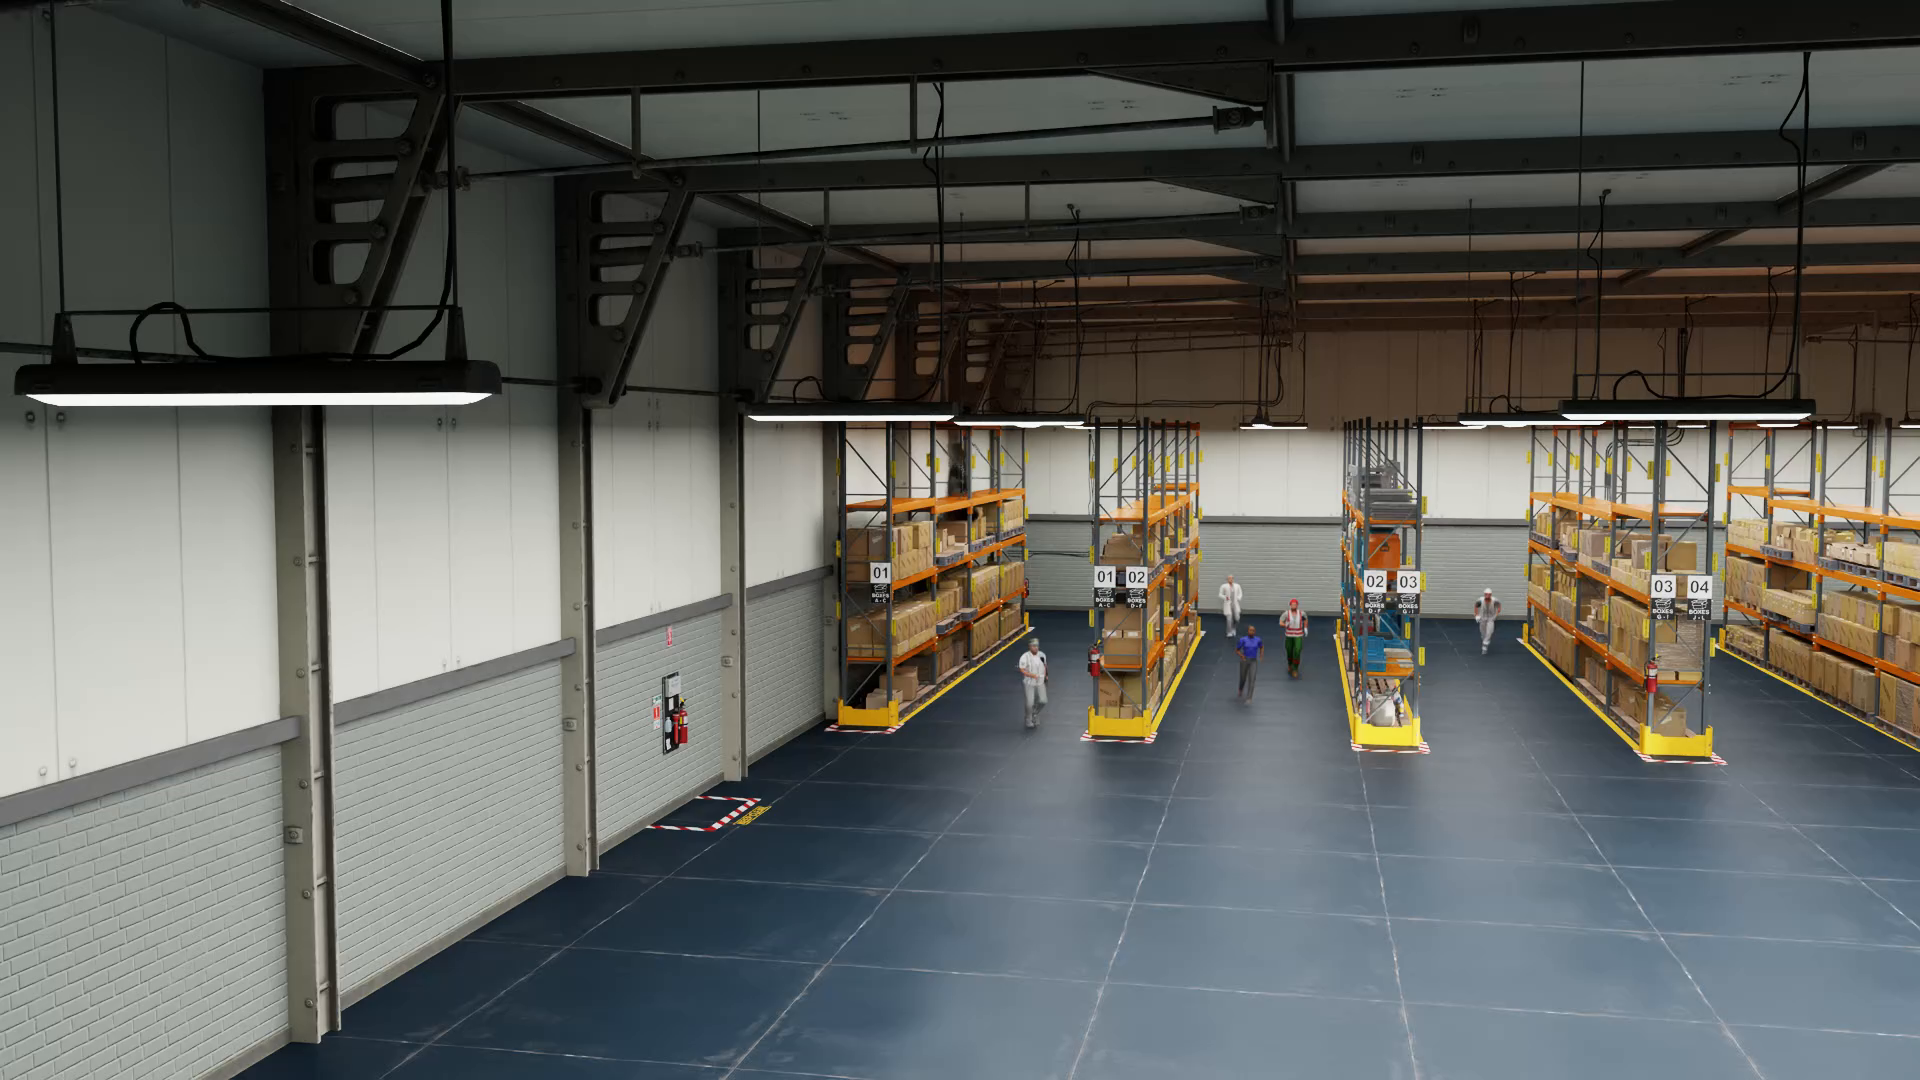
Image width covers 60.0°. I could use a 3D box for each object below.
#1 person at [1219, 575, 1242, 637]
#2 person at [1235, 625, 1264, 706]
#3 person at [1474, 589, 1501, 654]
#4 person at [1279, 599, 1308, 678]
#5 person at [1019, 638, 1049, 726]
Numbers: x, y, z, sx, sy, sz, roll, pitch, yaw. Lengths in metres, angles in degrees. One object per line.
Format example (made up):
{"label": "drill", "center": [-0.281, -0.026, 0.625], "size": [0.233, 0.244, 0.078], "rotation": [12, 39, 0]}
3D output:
{"label": "person", "center": [7.571, 1.840, 46.322], "size": [0.699, 1.733, 0.636], "rotation": [0, 4, -5]}
{"label": "person", "center": [6.119, 2.618, 35.111], "size": [0.618, 1.647, 0.958], "rotation": [0, 4, 4]}
{"label": "person", "center": [13.676, 2.092, 43.122], "size": [0.658, 1.721, 0.902], "rotation": [1, 4, 13]}
{"label": "person", "center": [7.814, 2.269, 38.989], "size": [0.664, 1.798, 0.944], "rotation": [1, 4, 11]}
{"label": "person", "center": [1.454, 2.756, 32.179], "size": [0.642, 1.733, 0.729], "rotation": [-1, 4, -18]}
